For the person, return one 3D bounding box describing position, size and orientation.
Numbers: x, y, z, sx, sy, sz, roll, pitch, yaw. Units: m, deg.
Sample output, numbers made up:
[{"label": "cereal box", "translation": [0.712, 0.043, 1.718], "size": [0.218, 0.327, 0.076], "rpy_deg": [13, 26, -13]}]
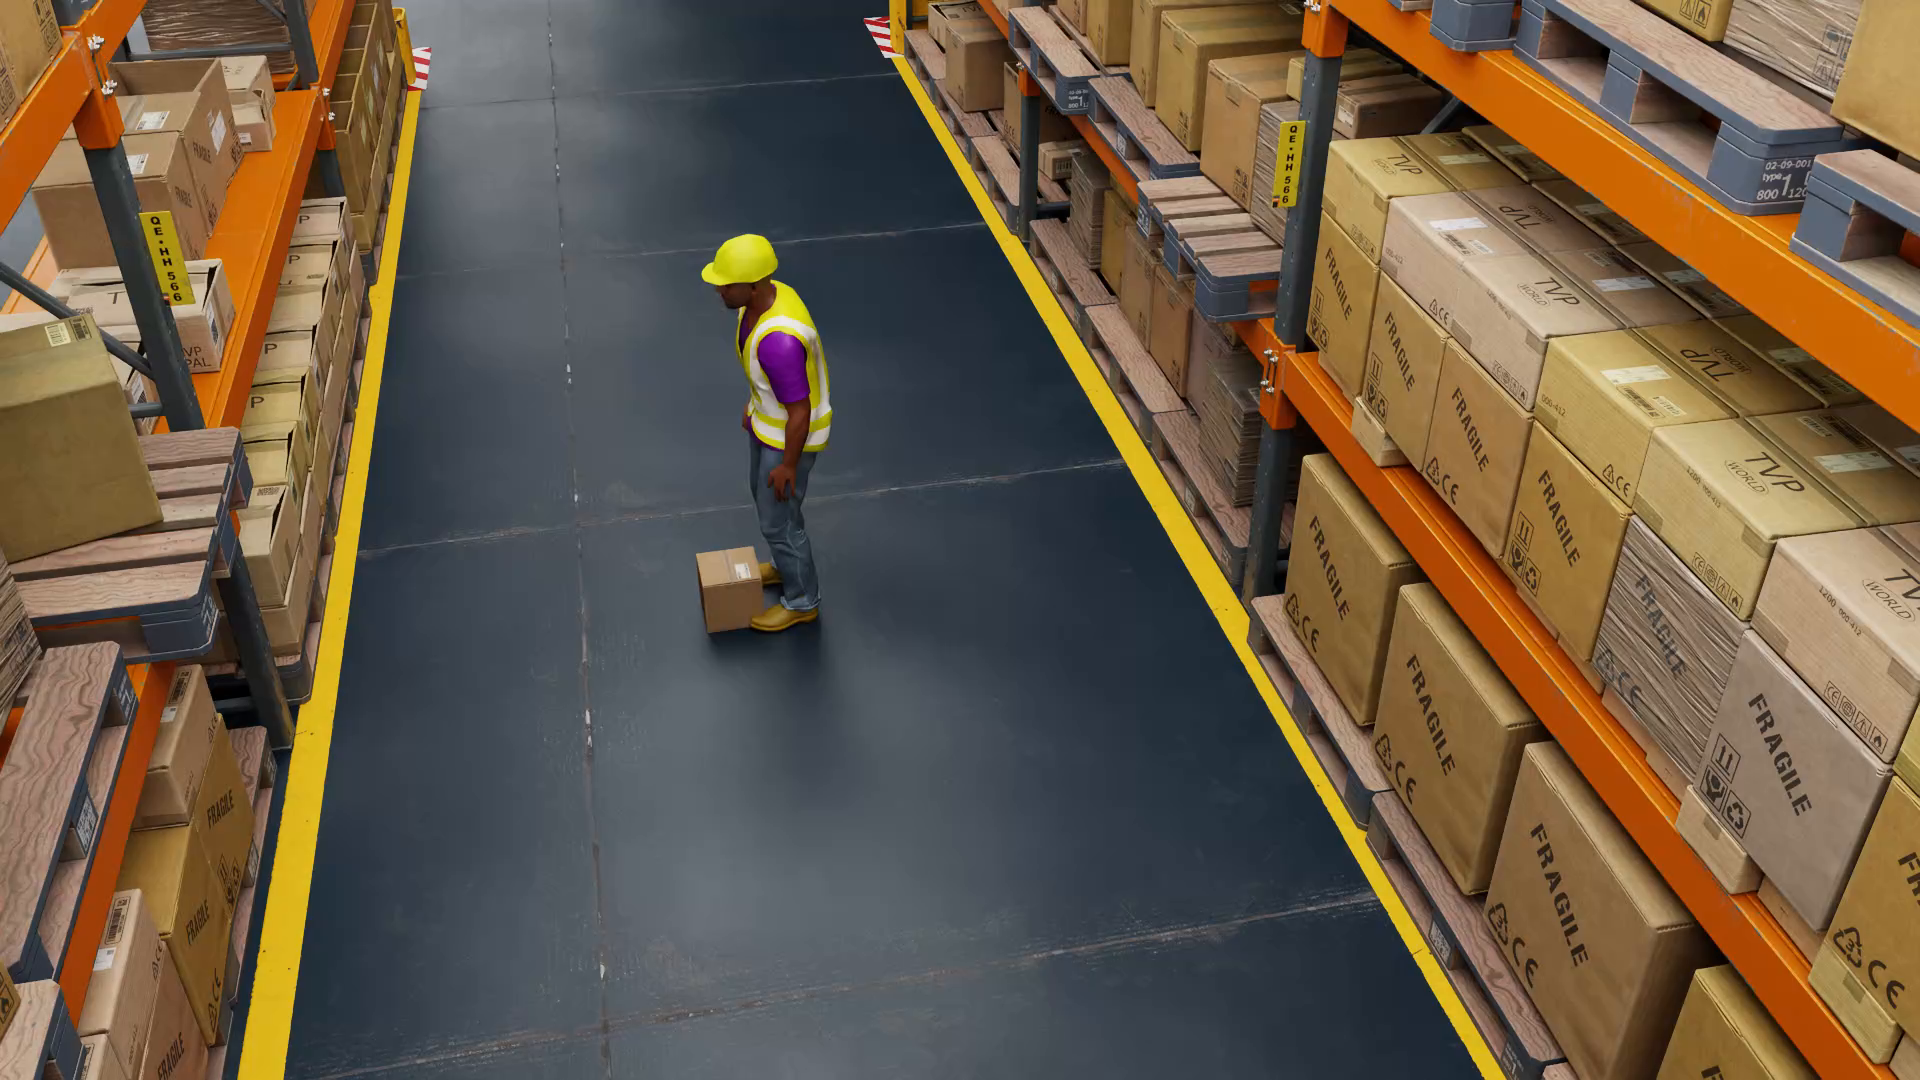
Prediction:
[{"label": "person", "translation": [-0.762, -0.438, 6.773], "size": [0.461, 1.759, 0.634], "rpy_deg": [-9, 35, -13]}]
